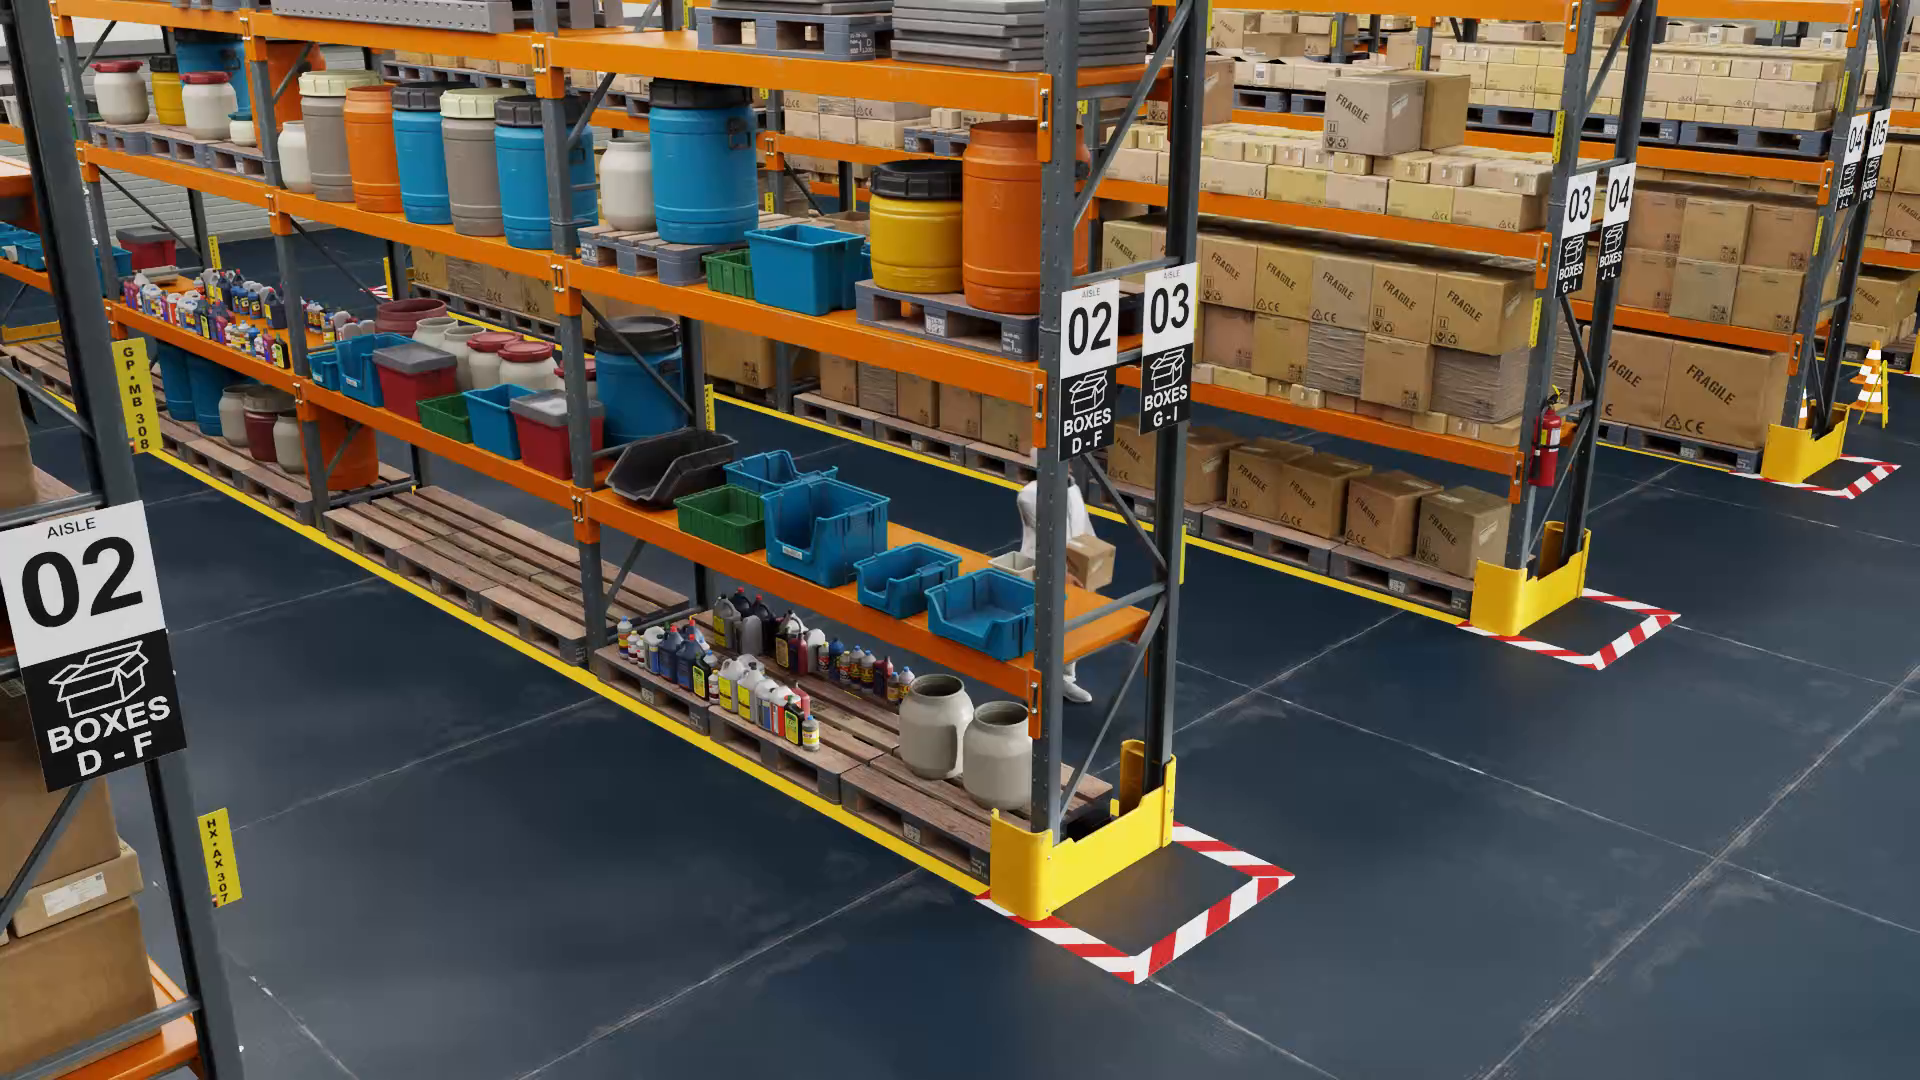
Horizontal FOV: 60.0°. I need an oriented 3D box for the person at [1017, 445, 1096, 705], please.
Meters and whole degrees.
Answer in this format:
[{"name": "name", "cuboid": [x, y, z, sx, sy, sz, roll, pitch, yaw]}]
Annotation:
[{"name": "person", "cuboid": [0.661, 0.220, 10.462, 0.494, 1.762, 0.559, -19, 28, -41]}]
